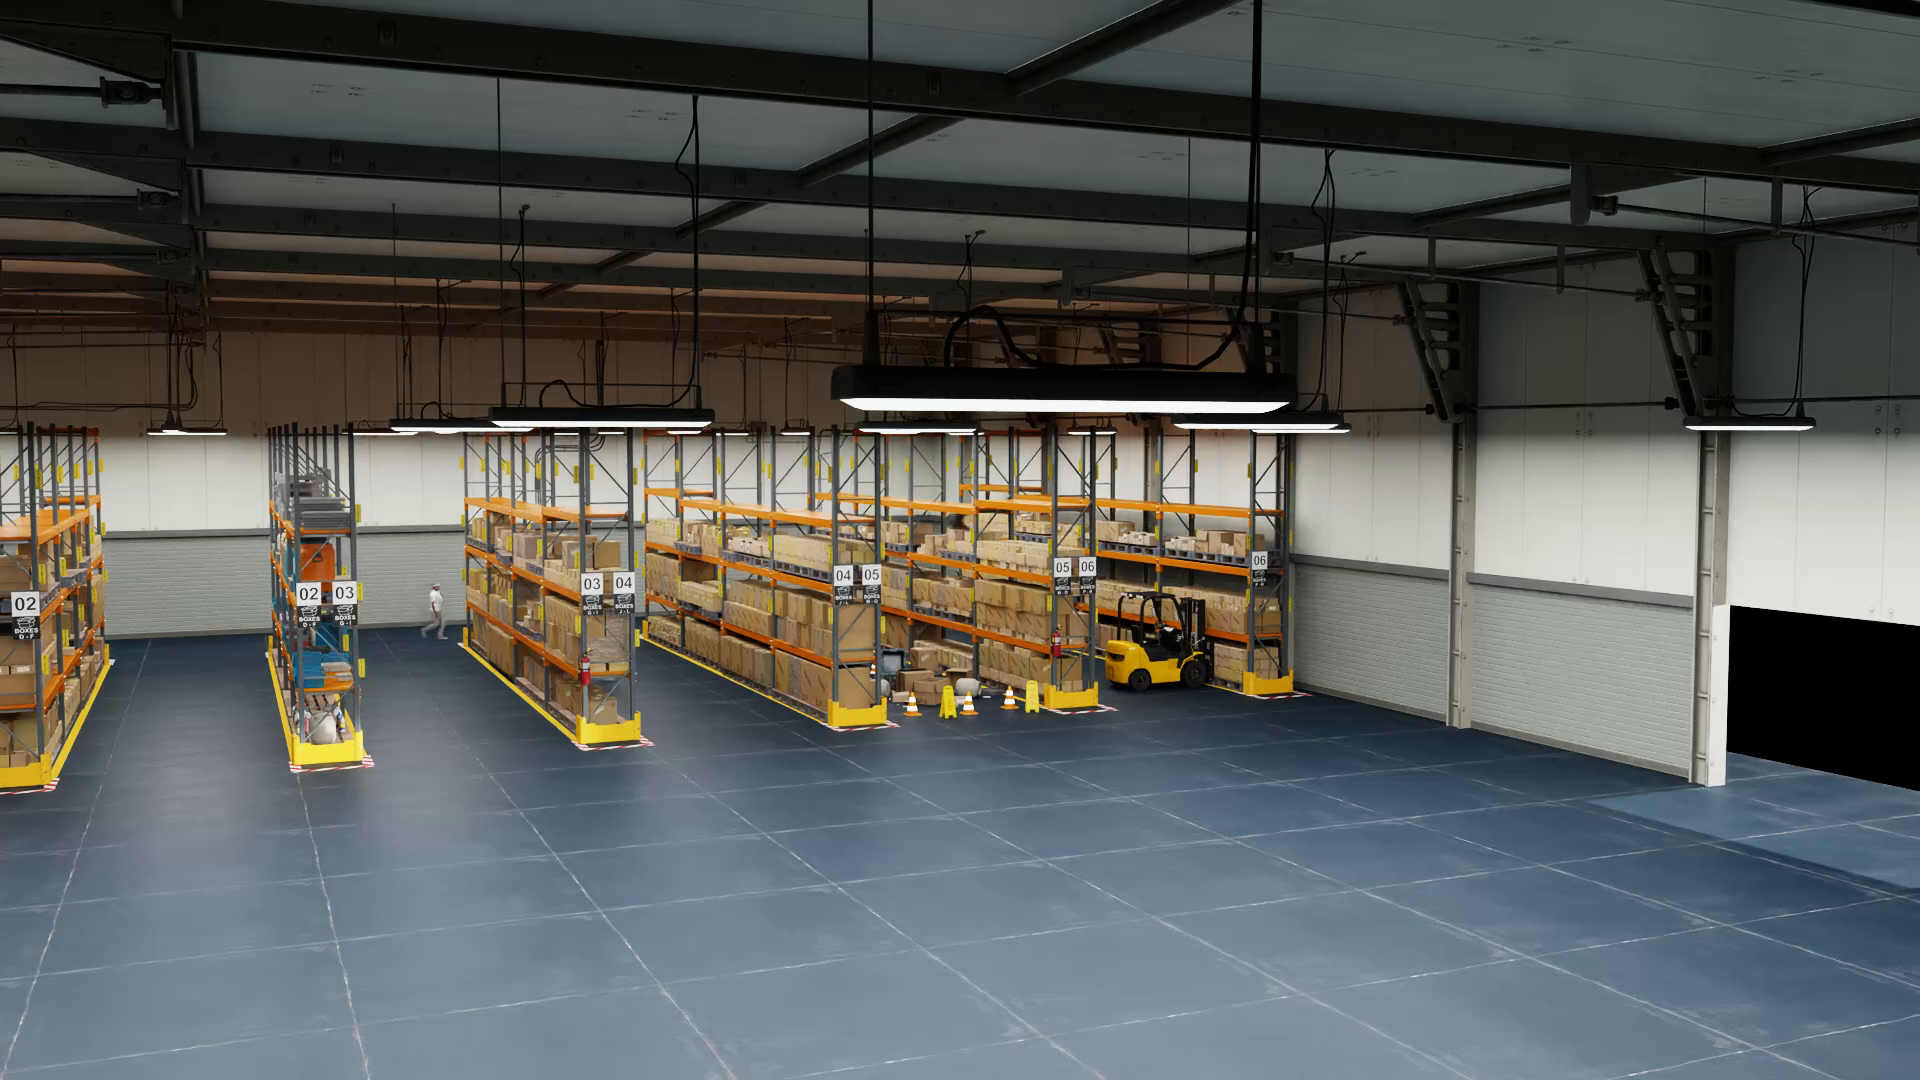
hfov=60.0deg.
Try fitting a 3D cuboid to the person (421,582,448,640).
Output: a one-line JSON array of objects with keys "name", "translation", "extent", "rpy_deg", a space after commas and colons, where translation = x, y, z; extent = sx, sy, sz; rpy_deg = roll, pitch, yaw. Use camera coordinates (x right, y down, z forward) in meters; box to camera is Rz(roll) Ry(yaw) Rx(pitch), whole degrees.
[{"name": "person", "translation": [-14.917, 2.005, 47.178], "extent": [0.705, 1.651, 0.465], "rpy_deg": [0, 3, 0]}]

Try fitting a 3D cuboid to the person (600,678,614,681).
[{"name": "person", "translation": [-8.350, 2.488, 39.228], "extent": [0.388, 1.720, 0.510], "rpy_deg": [-2, 4, -29]}]
